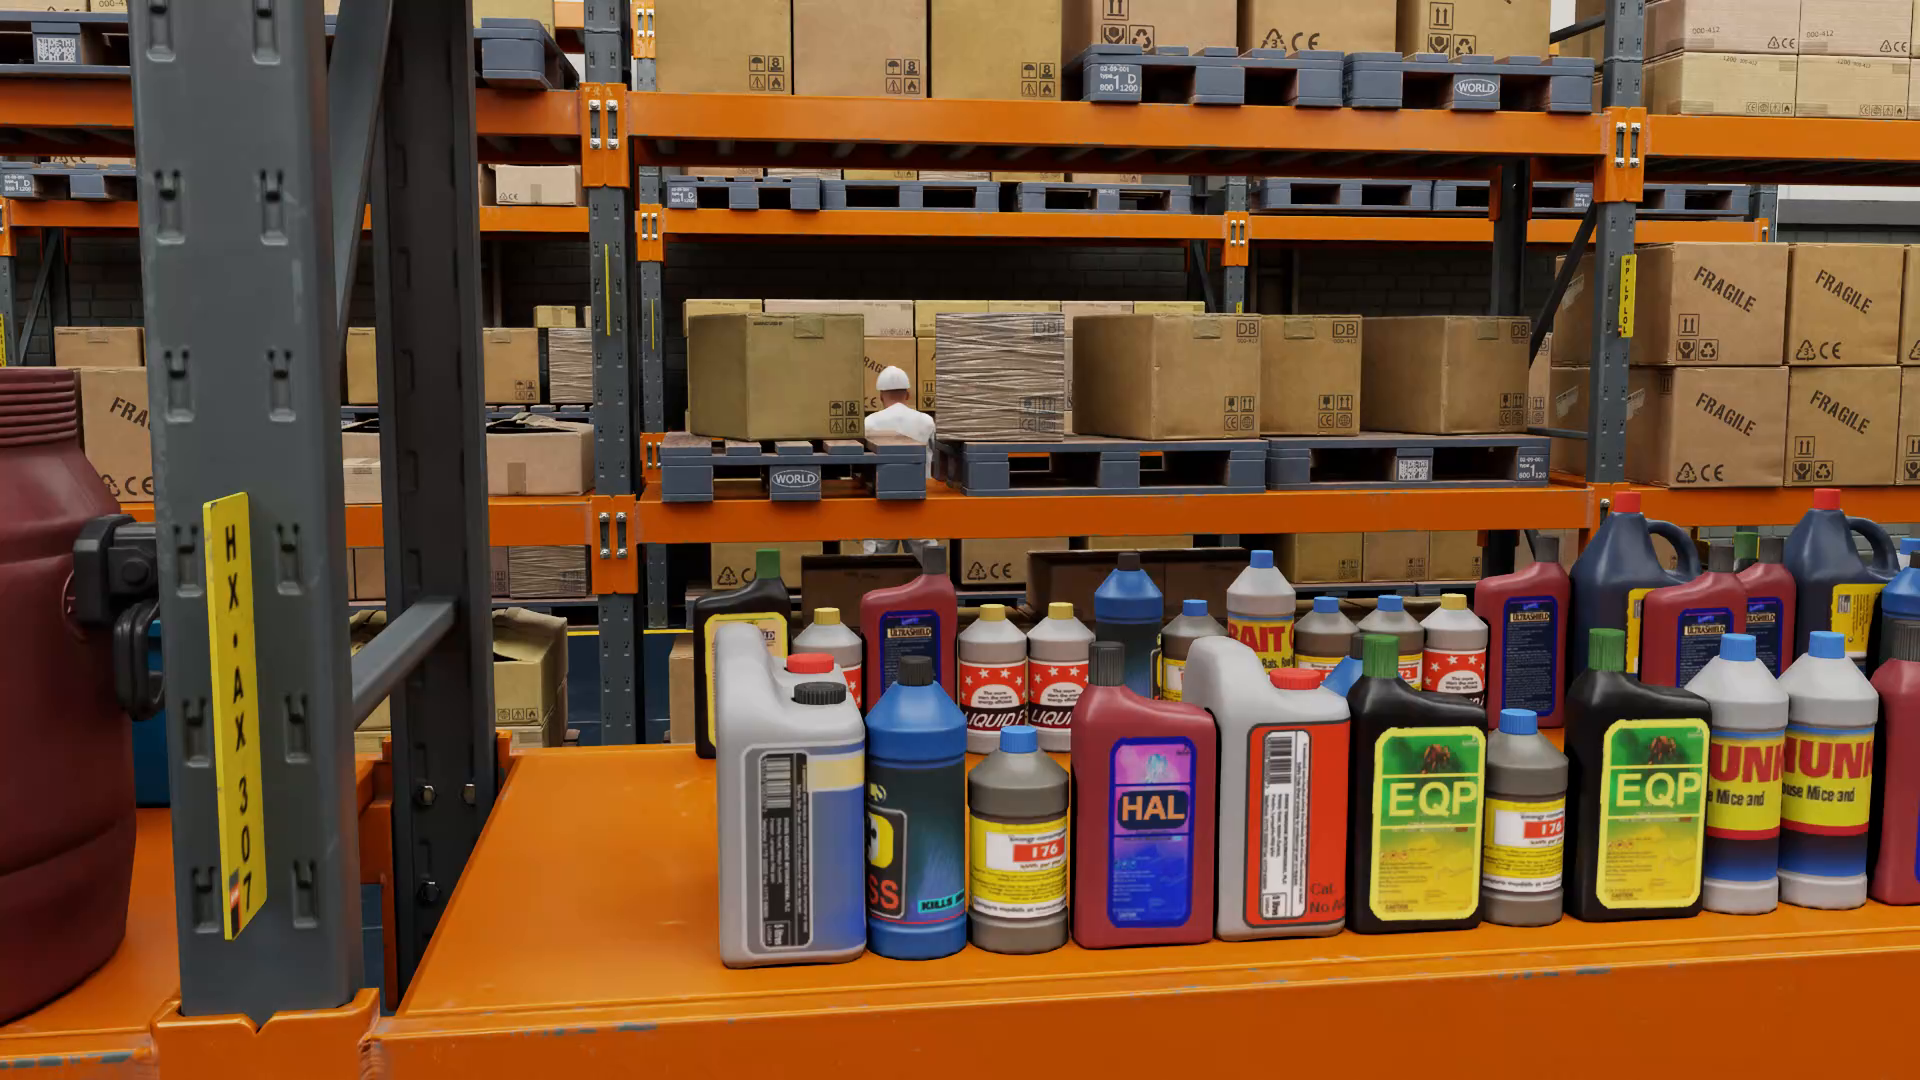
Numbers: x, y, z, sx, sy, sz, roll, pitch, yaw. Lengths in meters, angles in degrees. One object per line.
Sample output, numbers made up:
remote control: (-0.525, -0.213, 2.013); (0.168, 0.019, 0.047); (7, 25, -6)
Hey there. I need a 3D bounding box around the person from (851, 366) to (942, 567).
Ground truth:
person: (-0.357, -0.137, 9.867); (0.605, 1.778, 0.456); (-1, 6, -9)
